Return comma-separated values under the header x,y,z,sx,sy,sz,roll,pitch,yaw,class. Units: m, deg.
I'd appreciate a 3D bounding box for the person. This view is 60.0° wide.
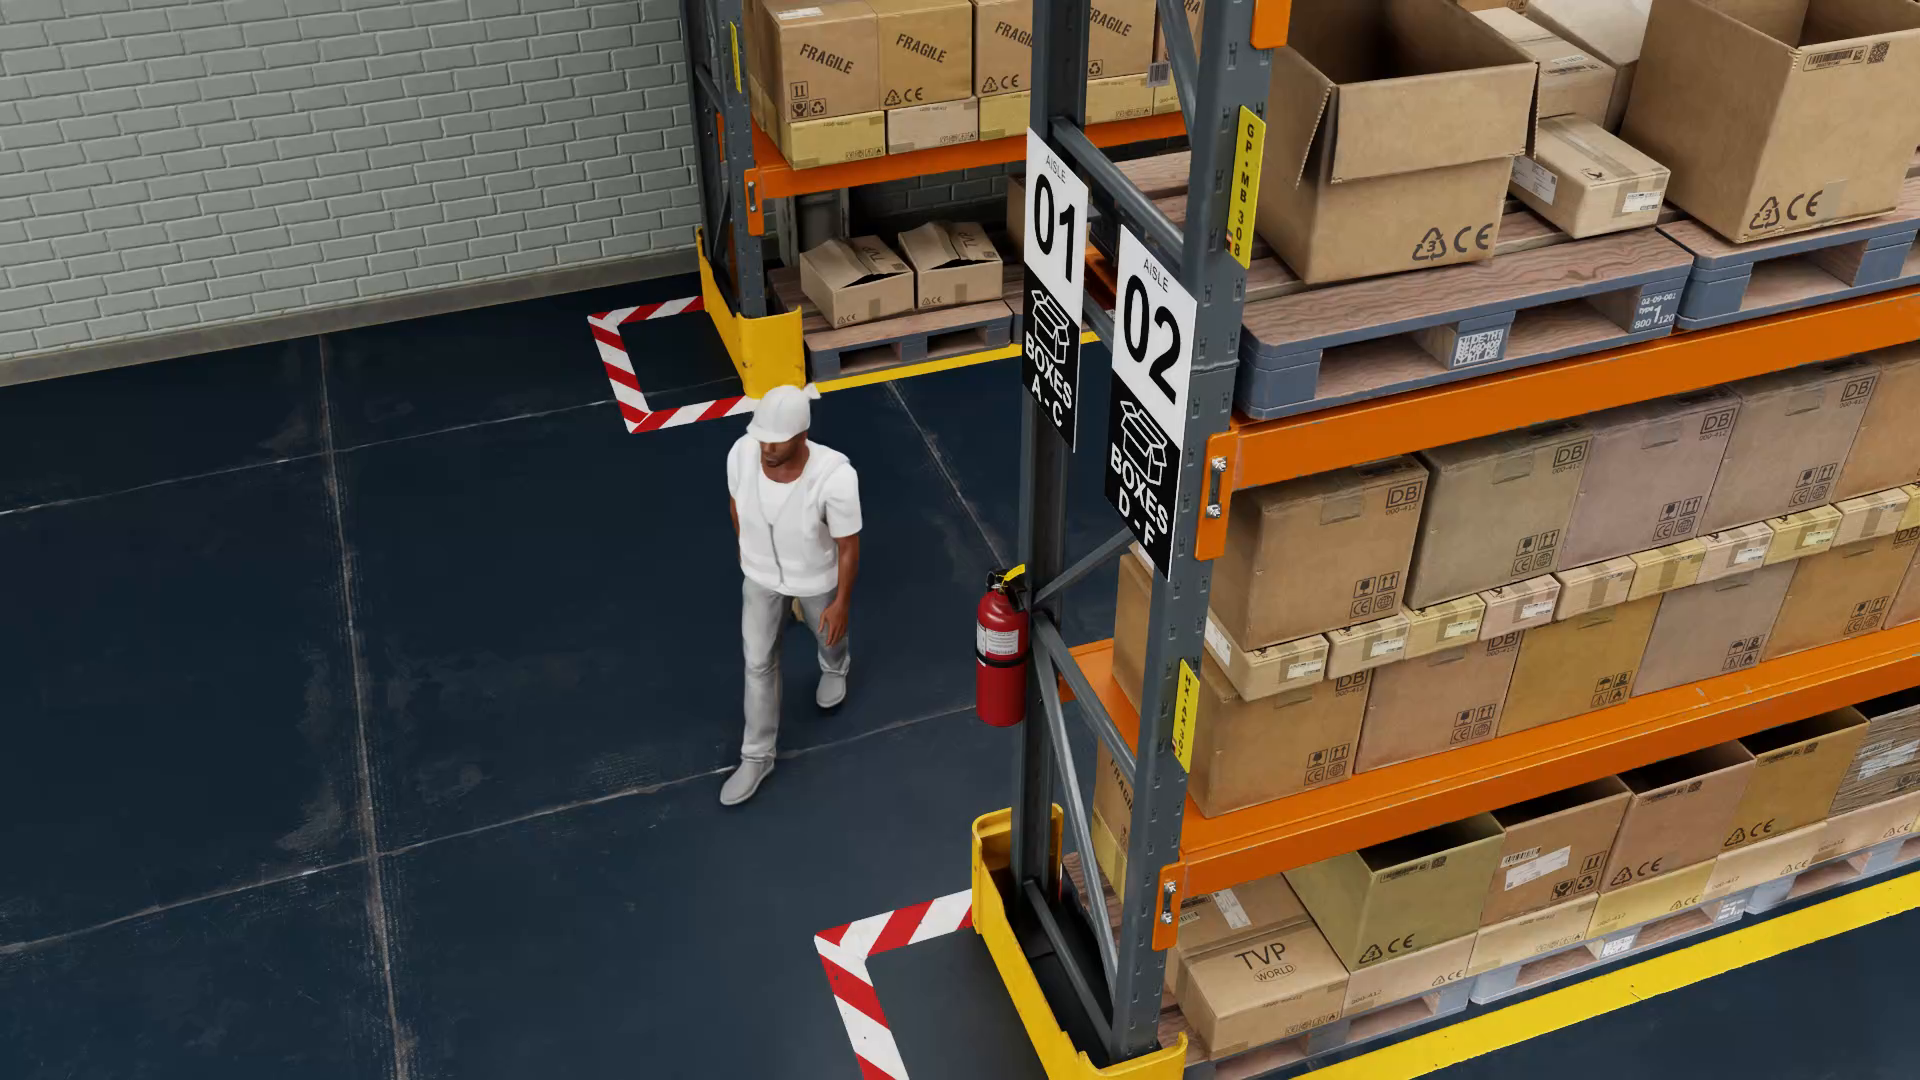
x,y,z,sx,sy,sz,roll,pitch,yaw,class
-0.666,0.151,6.548,0.586,1.714,0.946,8,38,10,person
